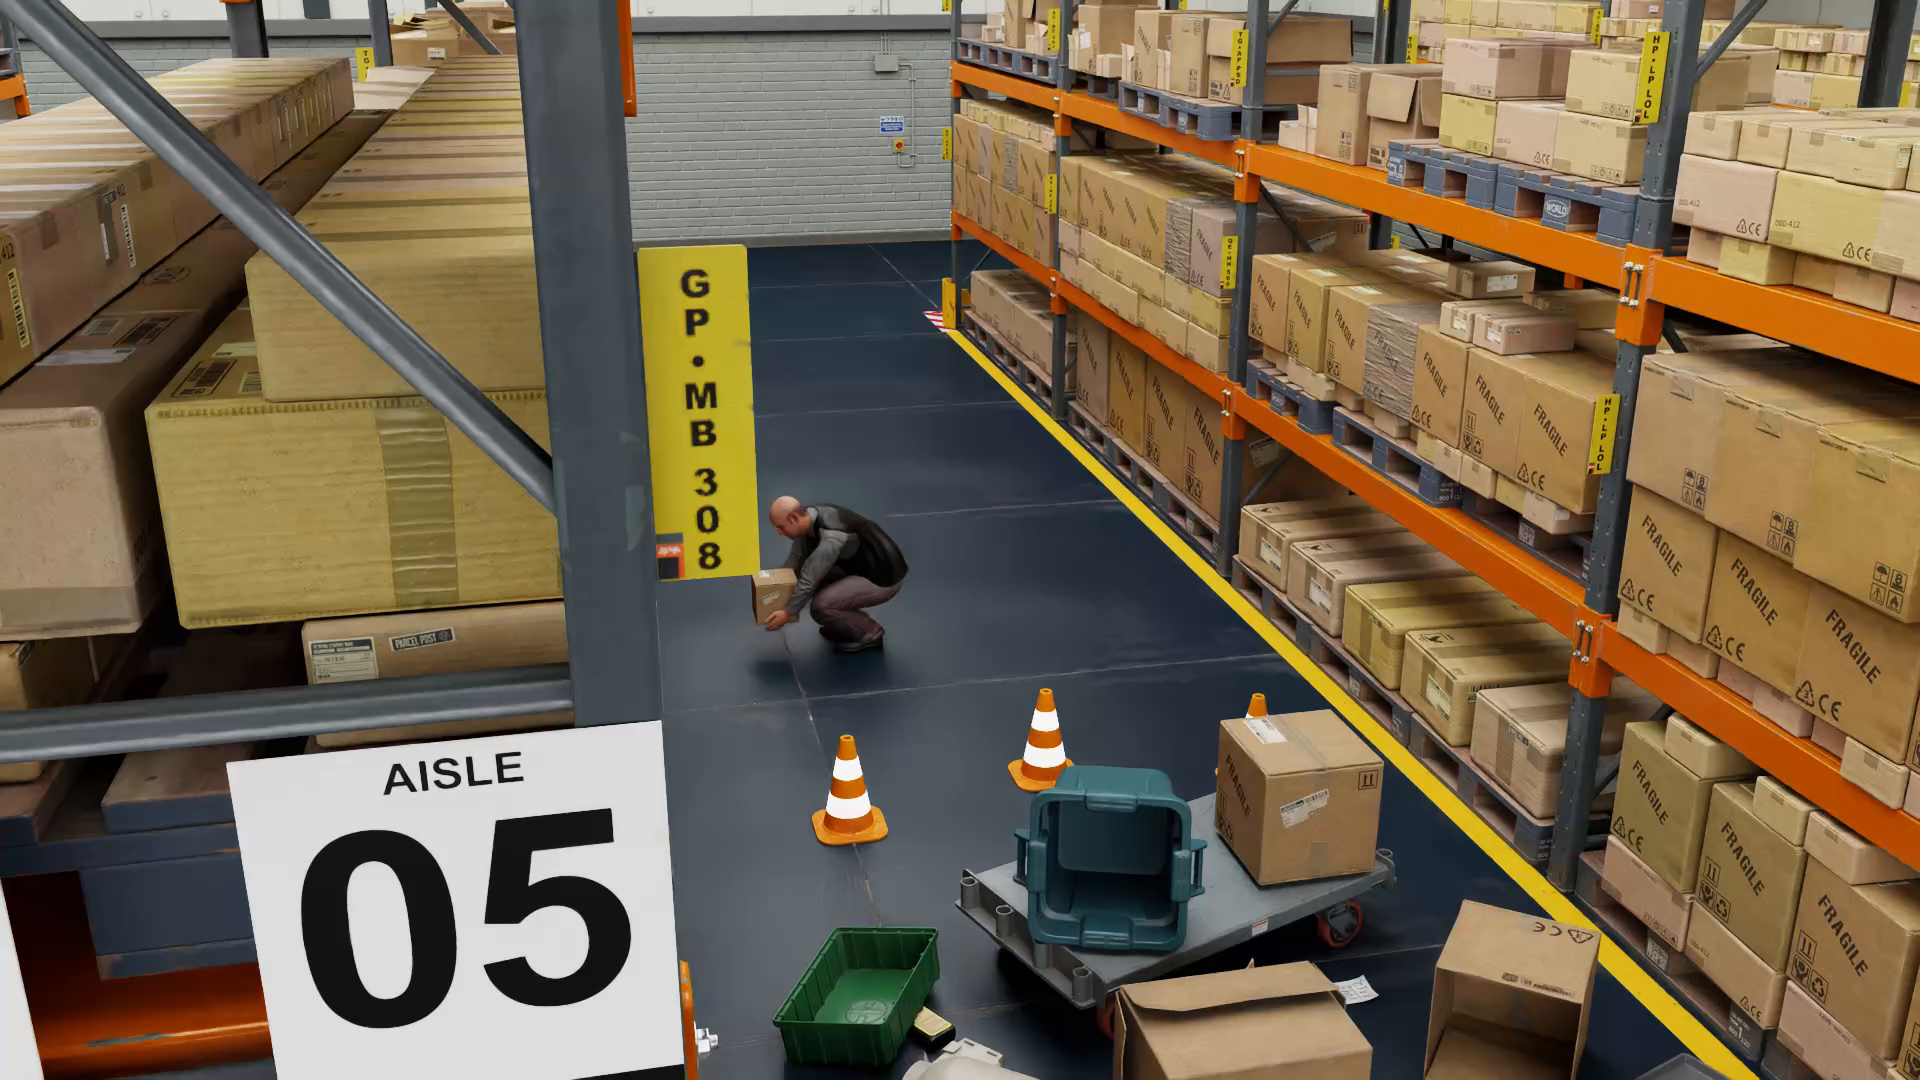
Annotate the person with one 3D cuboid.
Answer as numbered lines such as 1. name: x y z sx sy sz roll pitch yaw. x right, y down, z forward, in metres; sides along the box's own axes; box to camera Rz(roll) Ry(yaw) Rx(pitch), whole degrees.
1. person: -0.745 0.176 9.784 0.872 0.948 0.530 -4 20 -12
